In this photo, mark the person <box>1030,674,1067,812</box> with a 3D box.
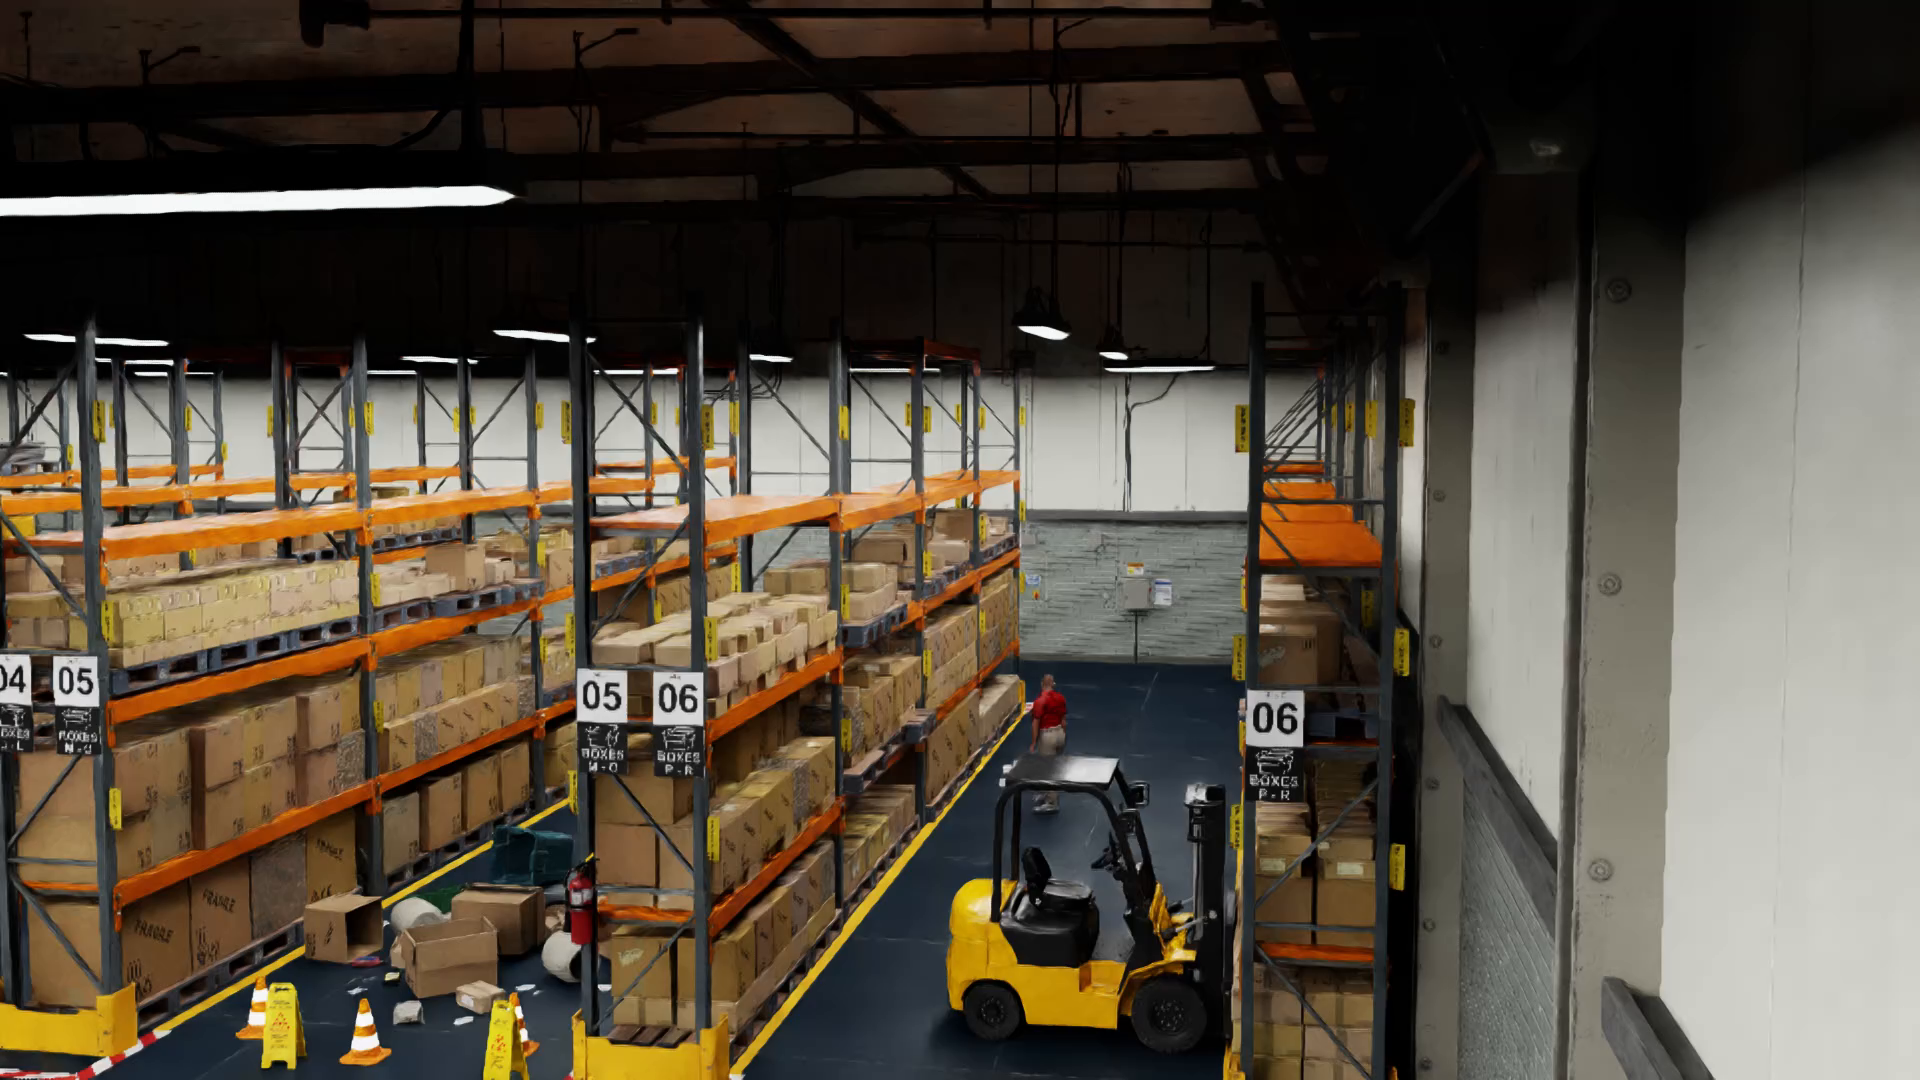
[{"bbox_3d":[1.110,2.571,21.374,0.584,1.723,0.654,4,6,41],"label":"person"}]
